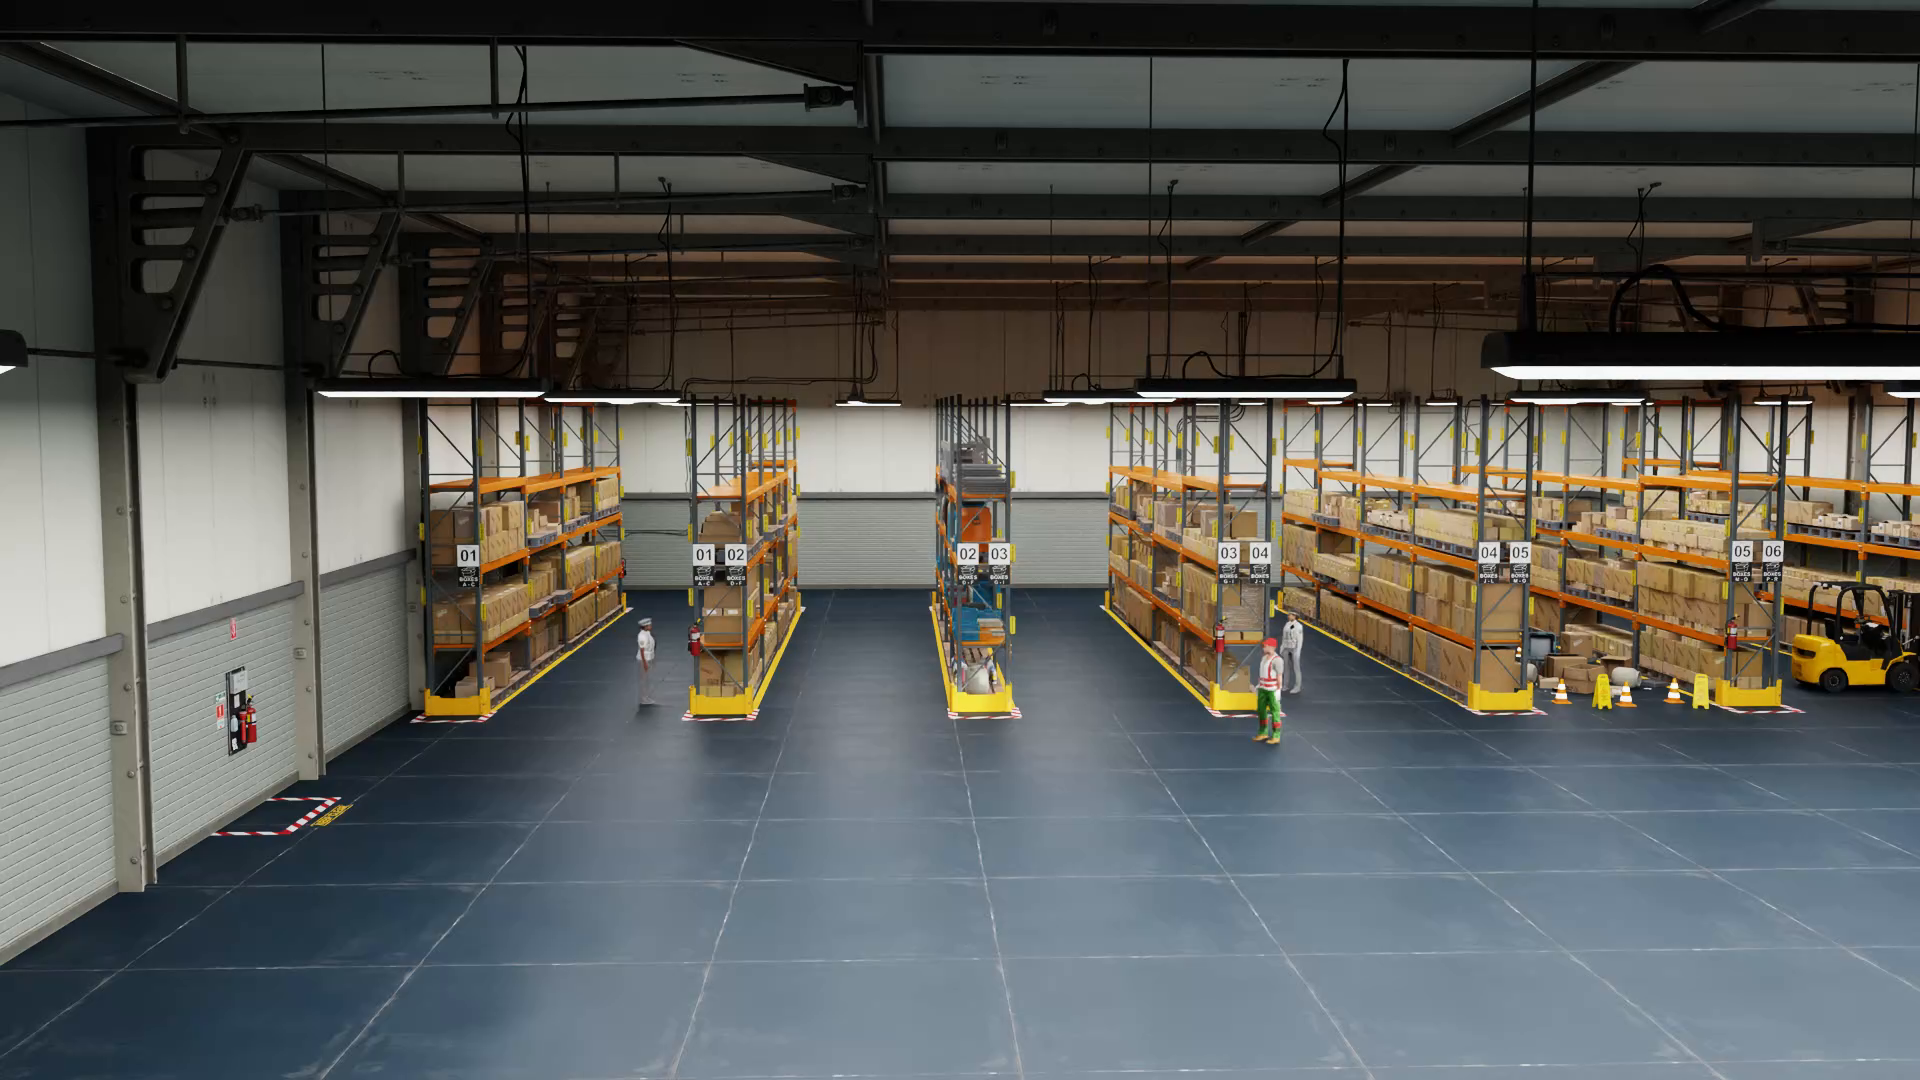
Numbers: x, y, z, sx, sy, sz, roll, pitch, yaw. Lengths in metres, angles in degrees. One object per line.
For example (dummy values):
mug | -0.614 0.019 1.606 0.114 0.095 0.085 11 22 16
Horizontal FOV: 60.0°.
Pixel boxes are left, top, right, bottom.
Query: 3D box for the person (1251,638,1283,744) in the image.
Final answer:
person | 5.292 2.579 28.535 0.359 1.821 0.598 -3 5 -30

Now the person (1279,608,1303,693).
person | 6.715 2.225 33.706 0.383 1.690 0.530 -4 6 -44

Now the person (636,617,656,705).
person | -6.098 2.345 32.294 0.370 1.686 0.496 1 5 12
